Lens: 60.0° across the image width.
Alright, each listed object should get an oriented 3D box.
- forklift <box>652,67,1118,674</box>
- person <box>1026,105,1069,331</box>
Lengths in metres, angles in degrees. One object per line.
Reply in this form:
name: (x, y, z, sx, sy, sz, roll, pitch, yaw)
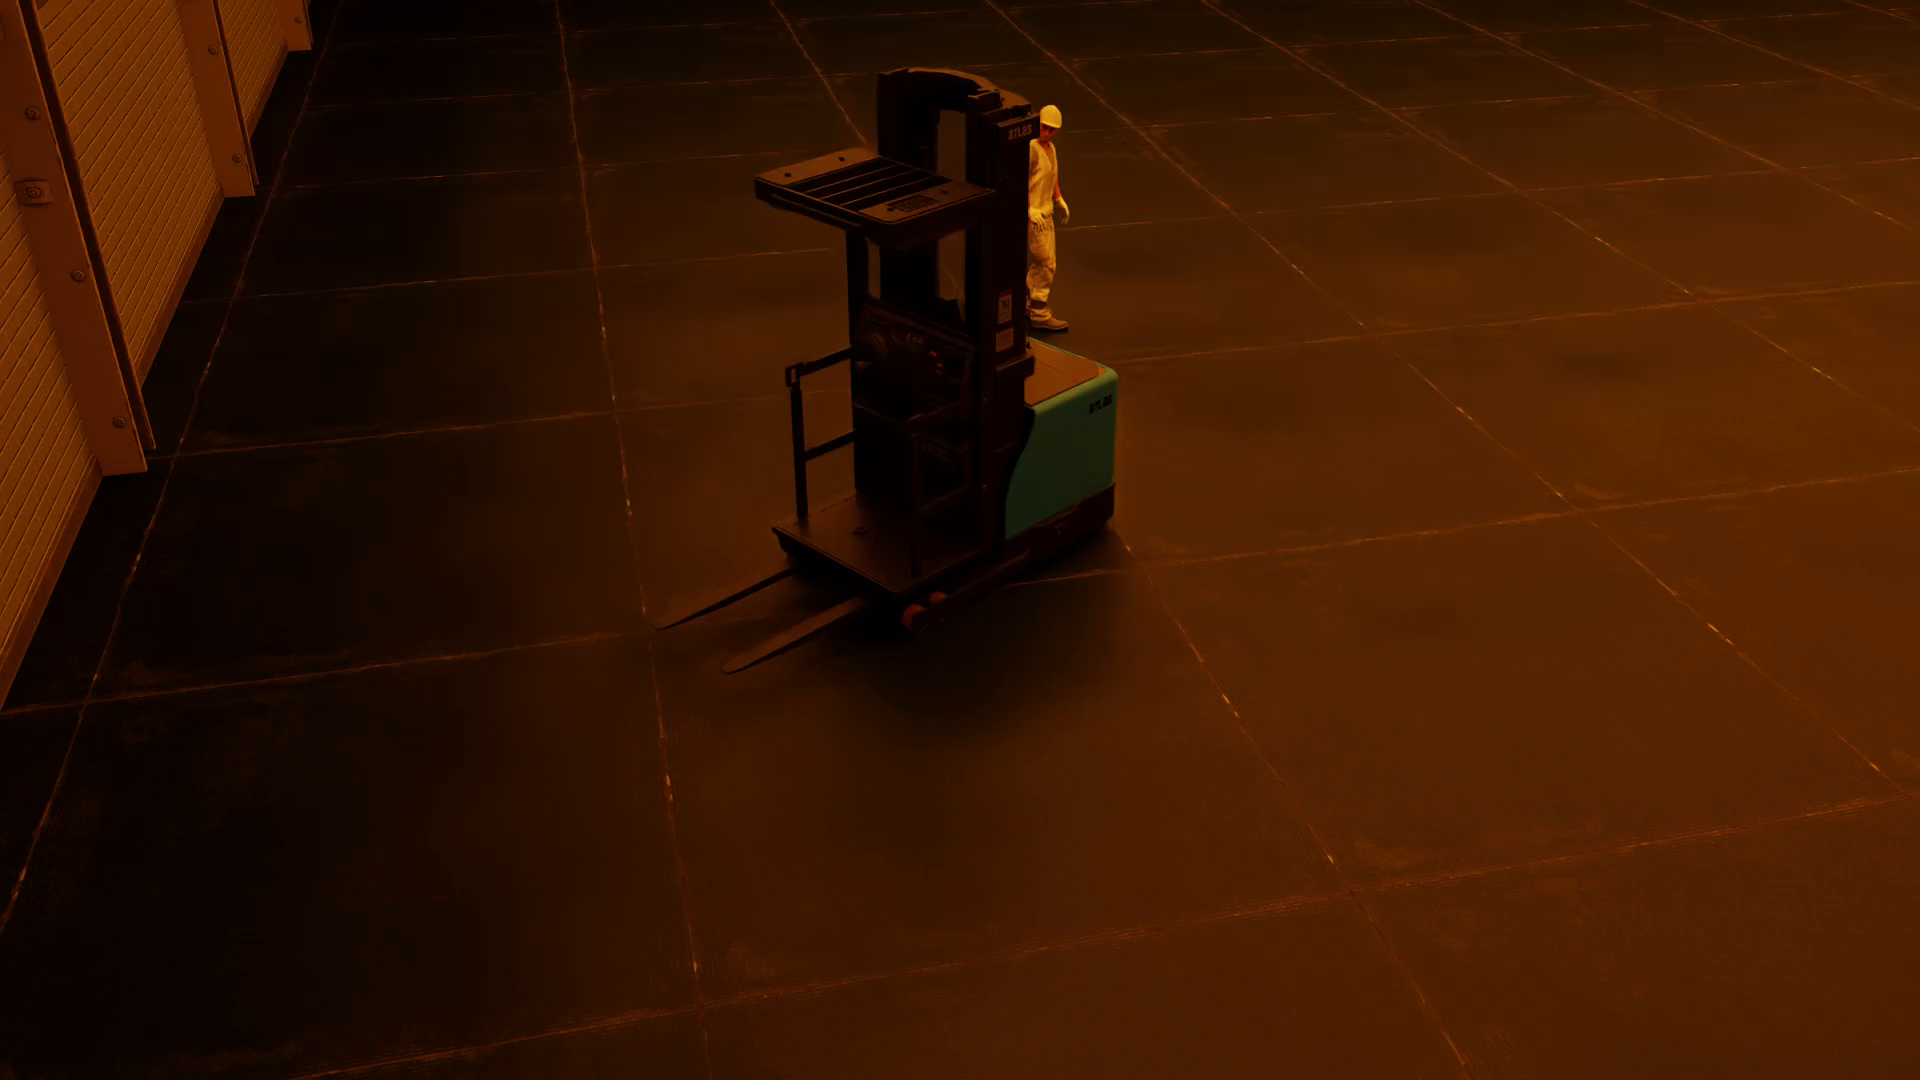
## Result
forklift: (-0.412, -1.022, 9.340, 1.130, 2.935, 3.031, 26, 39, 37)
person: (0.674, -2.561, 13.177, 0.506, 1.754, 0.745, 9, 31, 15)
